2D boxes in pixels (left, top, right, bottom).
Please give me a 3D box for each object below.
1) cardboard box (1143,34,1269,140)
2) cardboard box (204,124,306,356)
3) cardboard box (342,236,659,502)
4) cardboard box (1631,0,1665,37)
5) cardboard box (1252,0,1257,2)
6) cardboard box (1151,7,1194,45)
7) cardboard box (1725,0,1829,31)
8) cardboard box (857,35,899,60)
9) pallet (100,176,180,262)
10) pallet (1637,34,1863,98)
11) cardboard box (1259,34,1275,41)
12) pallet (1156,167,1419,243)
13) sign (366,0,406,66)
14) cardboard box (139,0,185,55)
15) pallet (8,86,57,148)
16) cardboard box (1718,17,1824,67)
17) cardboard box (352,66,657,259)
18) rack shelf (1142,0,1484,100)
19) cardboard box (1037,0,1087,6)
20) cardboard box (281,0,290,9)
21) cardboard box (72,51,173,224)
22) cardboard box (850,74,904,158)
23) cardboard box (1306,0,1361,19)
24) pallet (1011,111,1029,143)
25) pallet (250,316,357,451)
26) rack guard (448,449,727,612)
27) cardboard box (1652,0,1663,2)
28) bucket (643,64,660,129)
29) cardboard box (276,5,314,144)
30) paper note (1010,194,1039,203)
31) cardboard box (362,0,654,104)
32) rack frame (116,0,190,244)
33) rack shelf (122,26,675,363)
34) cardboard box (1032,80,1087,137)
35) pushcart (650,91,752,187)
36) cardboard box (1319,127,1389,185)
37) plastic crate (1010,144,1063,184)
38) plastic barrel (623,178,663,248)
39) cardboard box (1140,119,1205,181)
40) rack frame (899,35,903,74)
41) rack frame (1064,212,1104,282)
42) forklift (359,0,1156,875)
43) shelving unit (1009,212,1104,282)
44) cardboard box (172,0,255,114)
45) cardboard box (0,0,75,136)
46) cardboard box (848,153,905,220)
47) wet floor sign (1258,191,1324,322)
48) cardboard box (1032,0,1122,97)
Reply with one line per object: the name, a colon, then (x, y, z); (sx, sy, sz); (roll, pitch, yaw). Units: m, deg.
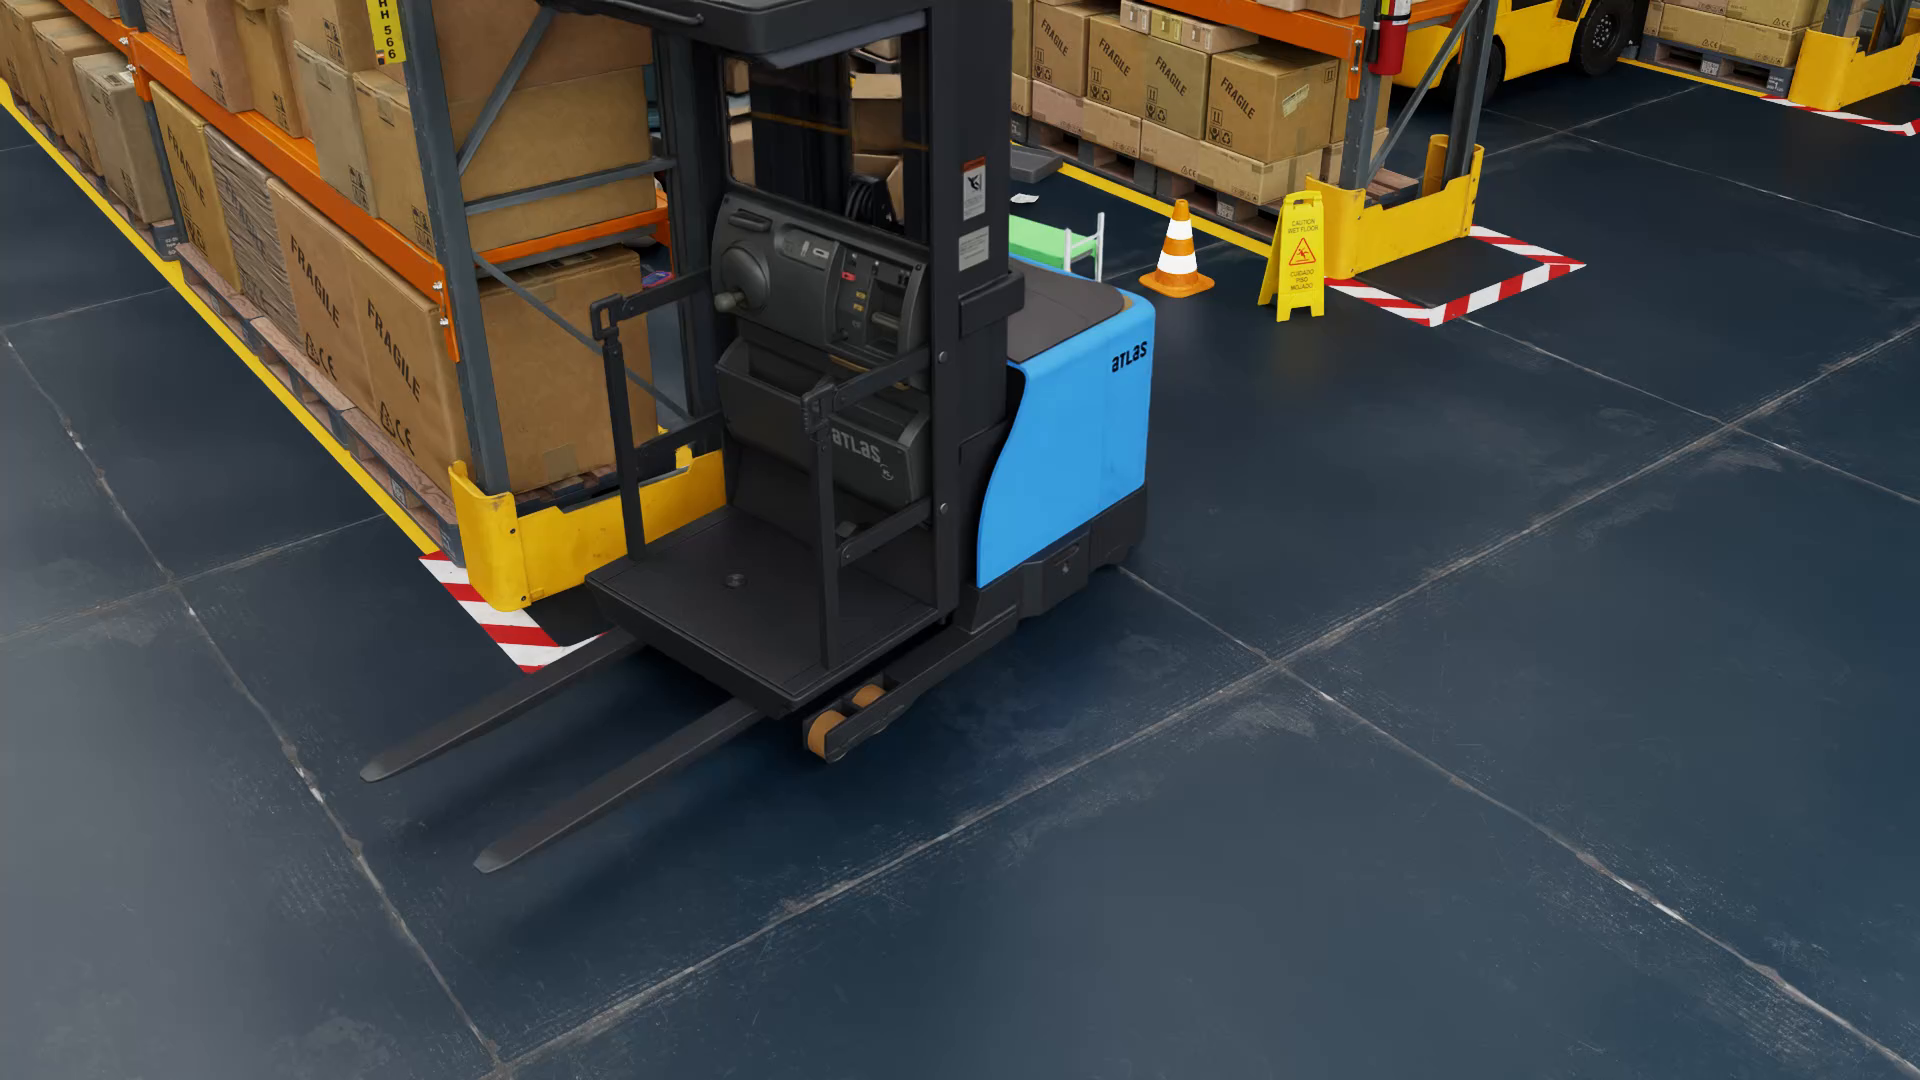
cardboard box: (1.434, -2.696, 9.745); (0.500, 0.500, 0.500); (-21, 37, -30)
cardboard box: (-2.961, -1.541, 8.004); (0.875, 0.875, 0.875); (-22, 38, -31)
cardboard box: (-1.862, -0.795, 6.802); (0.875, 0.875, 0.875); (-22, 38, -31)
cardboard box: (5.238, -4.034, 12.611); (0.500, 0.250, 0.500); (-22, 38, -31)
cardboard box: (1.672, -3.065, 9.079); (0.380, 0.149, 0.250); (-23, 39, -32)
cardboard box: (1.327, -2.992, 9.607); (0.380, 0.149, 0.250); (-22, 38, -31)
cardboard box: (5.827, -3.833, 11.813); (0.500, 0.250, 0.500); (-23, 38, -32)
cardboard box: (-0.323, -3.848, 12.196); (0.950, 0.372, 0.625); (-22, 38, -31)
pallet: (-4.380, -2.037, 9.830); (1.003, 0.211, 1.213); (-22, 38, -31)
pallet: (5.870, -3.629, 12.393); (1.003, 0.211, 1.213); (-22, 38, -31)
cardboard box: (1.838, -2.882, 10.045); (0.500, 0.500, 0.500); (-24, 39, -33)
pallet: (1.937, -2.098, 9.929); (1.003, 0.211, 1.213); (-22, 38, -31)
sign: (-1.831, -1.680, 5.291); (0.100, 0.325, 0.005); (-22, 38, -31)
cardboard box: (-3.612, -2.839, 8.335); (0.875, 0.550, 0.550); (-22, 38, -31)
pallet: (-5.876, -3.054, 11.468); (1.003, 0.211, 1.213); (-22, 38, -31)
cardboard box: (5.835, -3.613, 11.932); (0.500, 0.250, 0.500); (-22, 38, -31)
cardboard box: (-1.658, -1.461, 6.118); (0.875, 0.550, 0.550); (-22, 38, -31)
rack shelf: (1.227, -3.429, 10.110); (1.077, 0.370, 4.000); (-22, 38, -31)
cardboard box: (0.663, -3.443, 10.333); (0.380, 0.149, 0.250); (-20, 37, -29)
cardboard box: (-2.238, -2.424, 6.644); (0.875, 0.550, 0.550); (-22, 38, -31)
cardboard box: (-4.299, -2.377, 9.468); (1.050, 0.750, 0.750); (-22, 38, -32)
cardboard box: (-0.417, -2.621, 10.493); (0.500, 0.500, 0.500); (1, 32, 2)
cardboard box: (2.055, -2.881, 8.784); (0.380, 0.149, 0.250); (-21, 37, -30)
pallet: (0.441, -3.115, 11.566); (1.003, 0.211, 1.213); (-22, 38, -31)
pallet: (-2.690, -0.889, 7.981); (1.003, 0.211, 1.213); (-22, 38, -31)
rack guard: (-1.380, -0.186, 6.575); (1.175, 0.500, 0.348); (-22, 38, -31)
cardboard box: (5.195, -4.254, 12.491); (0.500, 0.250, 0.500); (-23, 39, -32)
bucket: (-1.943, -2.869, 10.188); (0.726, 0.611, 0.620); (-10, 23, -15)
cardboard box: (-2.256, -1.958, 6.917); (0.875, 0.550, 0.550); (-22, 38, -31)
paper note: (0.386, -2.069, 10.053); (0.148, 0.019, 0.142); (18, 36, 27)
cardboard box: (-1.591, -1.947, 5.877); (0.875, 0.550, 0.550); (-22, 38, -31)
rack frame: (-3.847, -2.925, 8.616); (1.000, 3.000, 0.127); (-22, 38, -31)
rack shelf: (-2.621, -1.786, 7.464); (1.077, 0.370, 4.000); (-22, 38, -31)
cardboard box: (0.813, -2.806, 10.634); (0.500, 0.250, 0.500); (-23, 38, -32)
pushcart: (-1.769, -2.696, 10.733); (0.936, 0.377, 1.648); (18, 36, 27)
cardboard box: (2.178, -2.337, 9.878); (0.500, 0.250, 0.500); (-23, 38, -32)
plastic crate: (0.316, -2.408, 10.552); (0.583, 0.080, 0.402); (18, 36, 27)
plastic barrel: (-1.940, -1.854, 9.334); (0.512, 0.421, 0.421); (1, 32, 2)
cardboard box: (1.434, -2.380, 9.947); (0.500, 0.250, 0.500); (-22, 38, -31)
rack frame: (0.001, -4.568, 11.262); (1.000, 3.000, 0.127); (-22, 38, -31)
rack frame: (0.486, -0.731, 6.790); (0.015, 1.200, 0.240); (24, 39, 33)
forklift: (-0.613, -0.809, 5.274); (1.130, 2.935, 3.031); (25, 40, 34)
shelving unit: (0.299, -0.814, 6.923); (0.503, 1.200, 0.258); (24, 39, 33)
cardboard box: (-3.018, -2.353, 7.554); (0.875, 0.550, 0.550); (-22, 38, -31)
cardboard box: (-5.459, -3.168, 10.742); (1.050, 0.750, 0.750); (-22, 38, -31)
cardboard box: (-0.623, -1.754, 9.097); (0.637, 0.503, 0.797); (6, 32, 10)
wet floor sign: (1.725, -1.476, 8.515); (0.267, 0.644, 0.232); (-10, 33, -15)
cardboard box: (0.804, -3.128, 10.441); (0.500, 0.500, 0.500); (-20, 37, -29)
